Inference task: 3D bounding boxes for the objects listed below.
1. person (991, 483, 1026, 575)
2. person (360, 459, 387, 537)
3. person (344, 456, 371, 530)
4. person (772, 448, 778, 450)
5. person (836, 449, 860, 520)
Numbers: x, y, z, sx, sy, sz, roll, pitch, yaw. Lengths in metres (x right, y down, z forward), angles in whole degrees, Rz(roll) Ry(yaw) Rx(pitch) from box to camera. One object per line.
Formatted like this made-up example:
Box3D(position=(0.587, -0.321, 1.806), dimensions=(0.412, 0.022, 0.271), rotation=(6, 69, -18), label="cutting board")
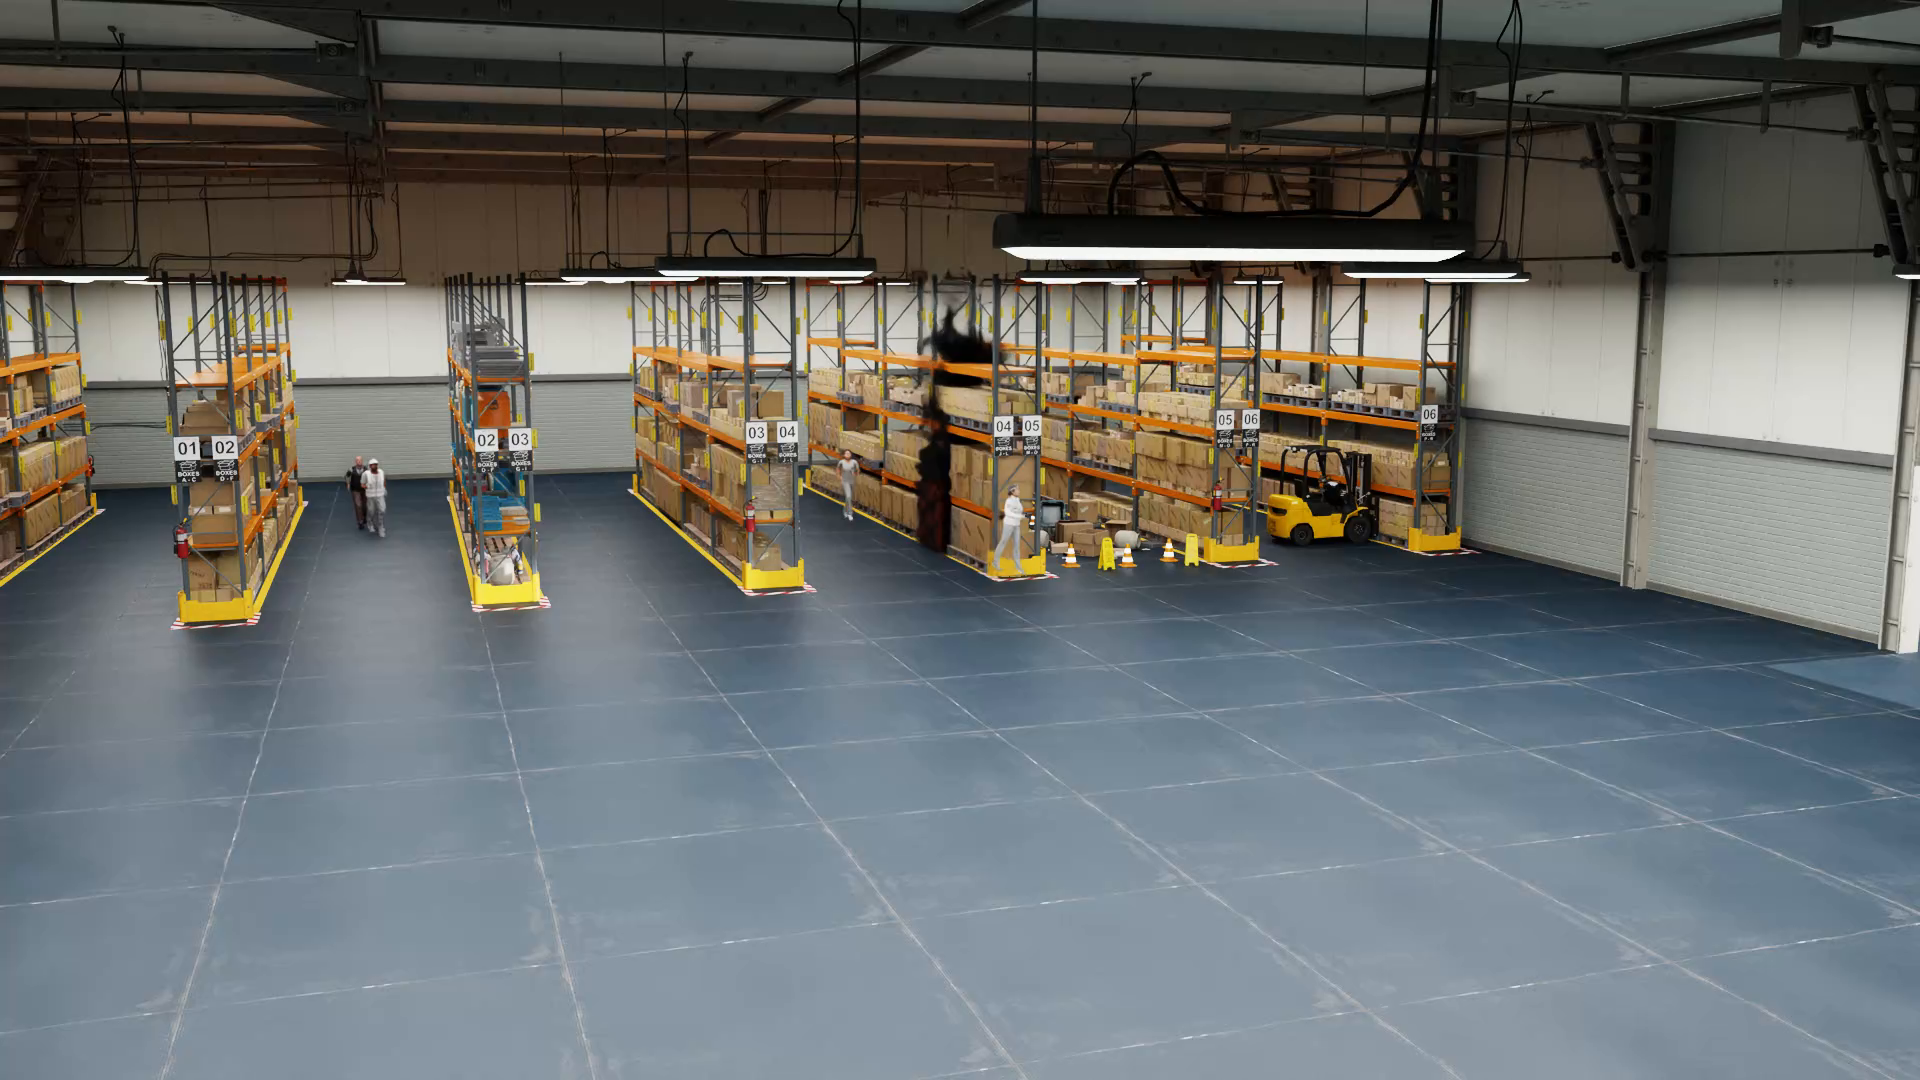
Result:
Box3D(position=(0.996, -0.231, 32.121), dimensions=(0.723, 1.760, 0.628), rotation=(5, 10, 29), label="person")
Box3D(position=(-13.633, -0.986, 38.731), dimensions=(0.619, 1.832, 0.862), rotation=(-5, 10, -29), label="person")
Box3D(position=(-14.360, -1.154, 39.845), dimensions=(0.654, 1.712, 0.966), rotation=(-4, 10, -27), label="person")
Box3D(position=(-5.490, -2.274, 47.391), dimensions=(0.730, 1.729, 0.844), rotation=(2, 9, 14), label="person")
Box3D(position=(-2.651, -1.337, 39.759), dimensions=(0.557, 1.687, 0.863), rotation=(-2, 9, -15), label="person")
